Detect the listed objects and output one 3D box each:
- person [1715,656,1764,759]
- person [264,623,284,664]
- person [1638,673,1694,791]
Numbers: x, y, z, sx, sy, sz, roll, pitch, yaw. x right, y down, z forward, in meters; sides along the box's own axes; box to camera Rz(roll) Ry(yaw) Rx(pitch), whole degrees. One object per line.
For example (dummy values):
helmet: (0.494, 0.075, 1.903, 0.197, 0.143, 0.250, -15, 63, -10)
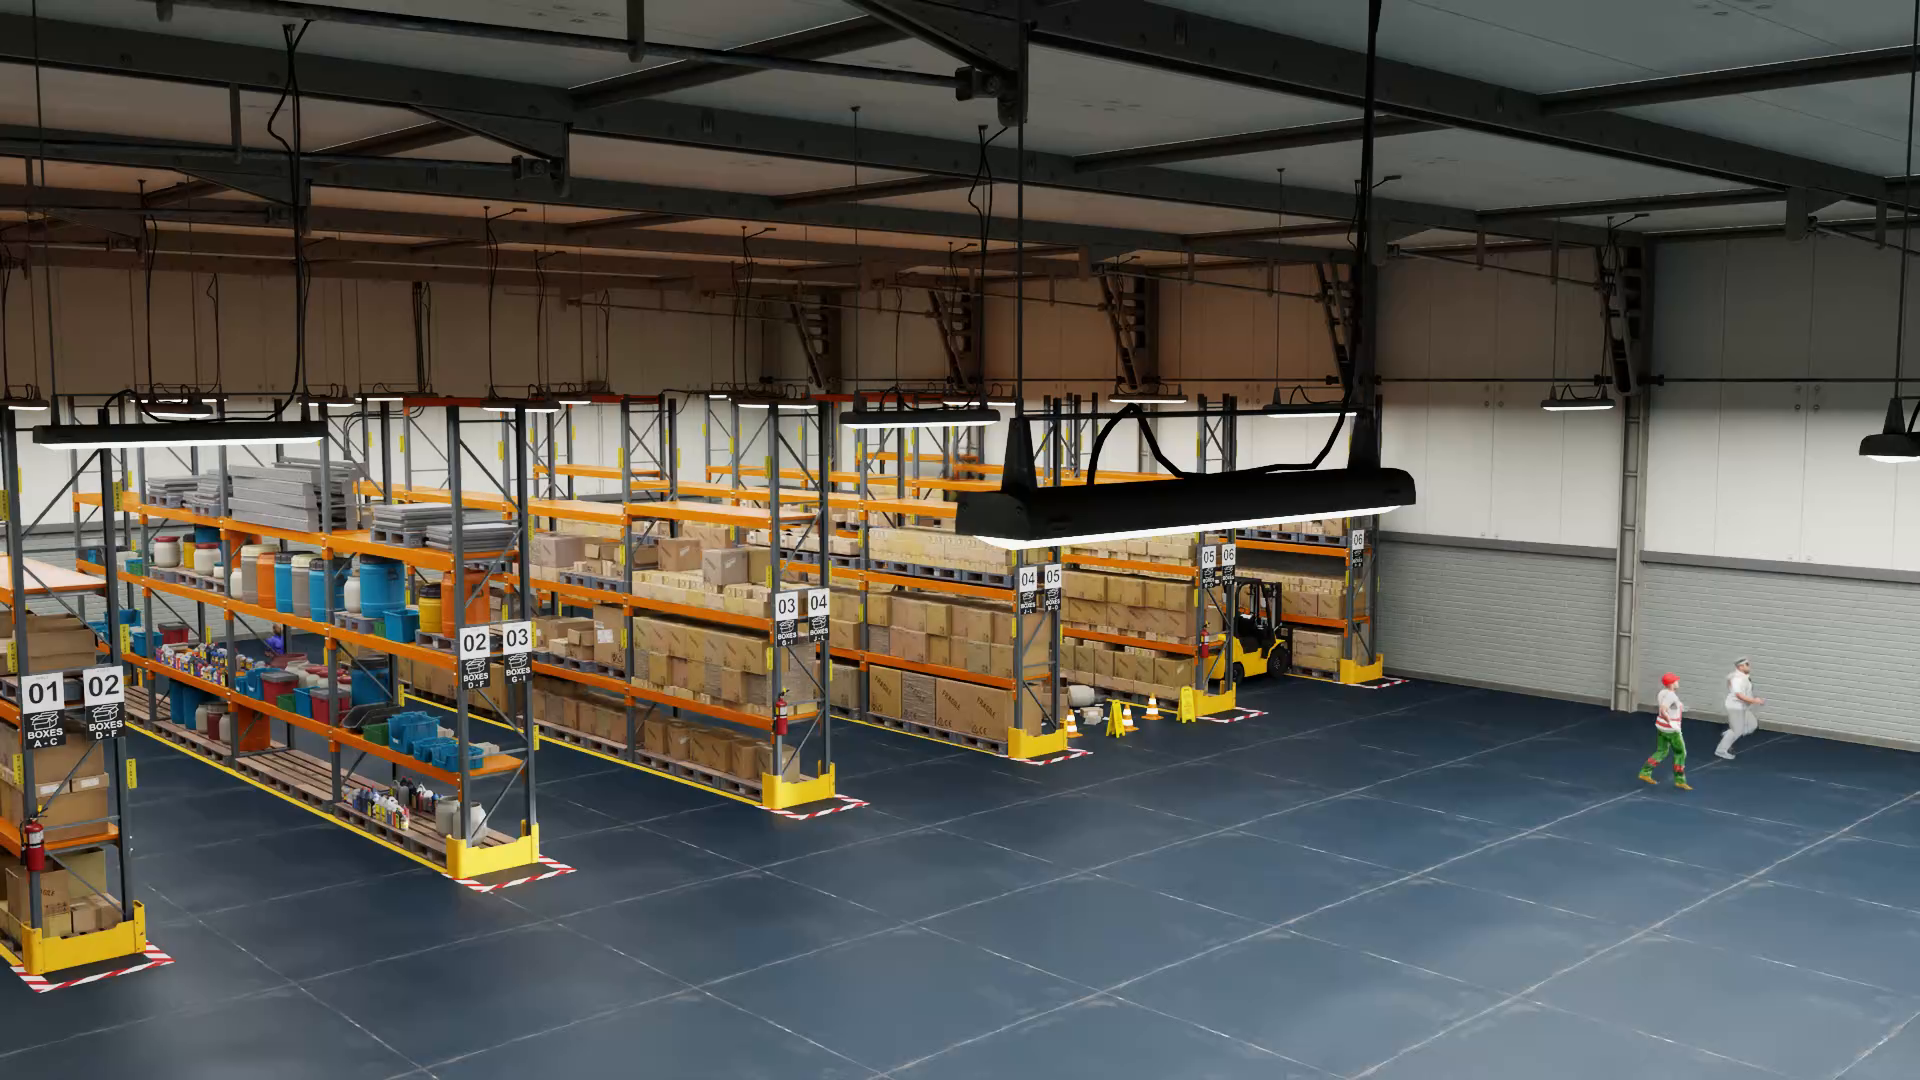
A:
person: (13.049, 2.783, 27.788, 0.718, 1.745, 0.688, 3, 6, 31)
person: (-13.202, 2.419, 32.212, 0.764, 1.638, 0.579, 3, 6, 30)
person: (10.920, 2.953, 25.652, 0.814, 1.824, 0.640, 0, 6, -1)
